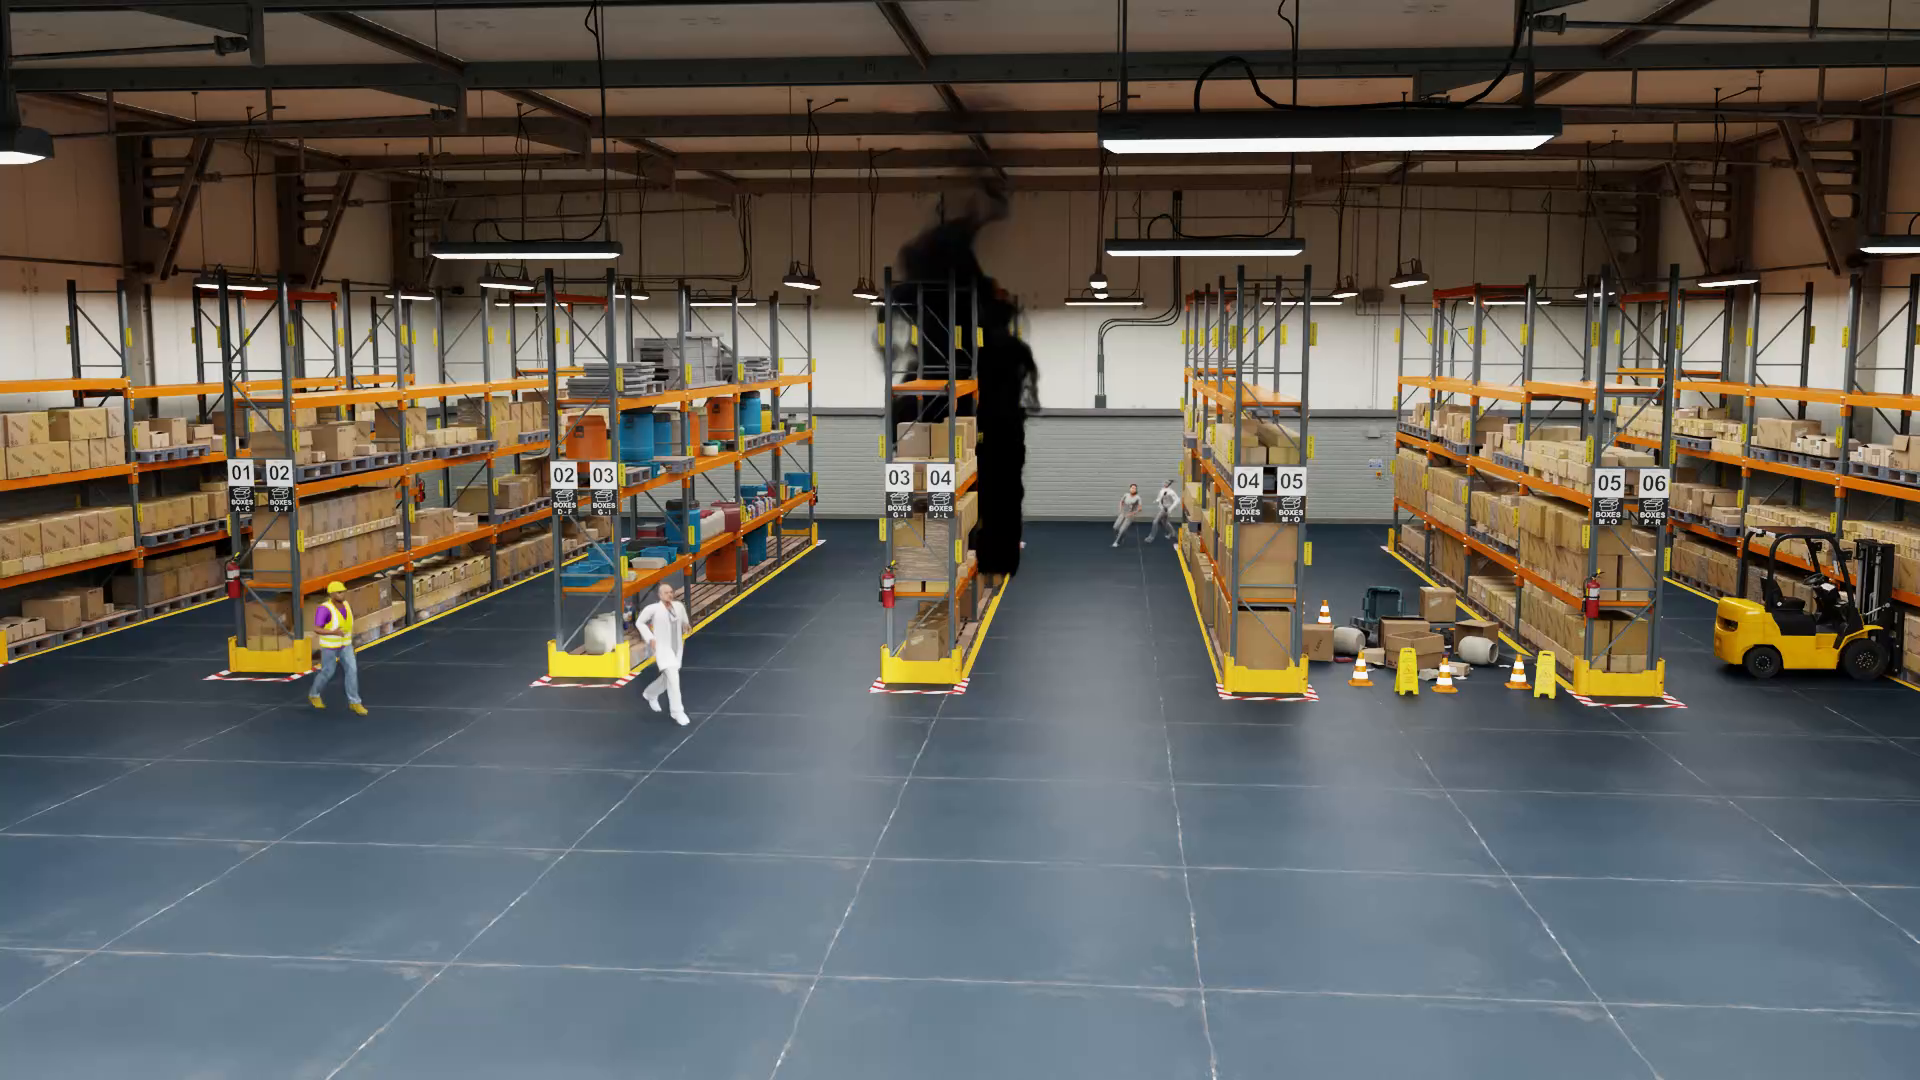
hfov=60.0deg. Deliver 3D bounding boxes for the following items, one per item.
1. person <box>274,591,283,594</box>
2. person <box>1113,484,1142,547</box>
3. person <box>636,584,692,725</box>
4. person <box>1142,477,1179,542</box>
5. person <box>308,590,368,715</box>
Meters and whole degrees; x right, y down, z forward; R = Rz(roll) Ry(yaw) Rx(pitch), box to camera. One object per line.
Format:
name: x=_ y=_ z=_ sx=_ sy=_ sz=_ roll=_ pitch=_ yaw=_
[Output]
person: x=-11.793 y=0.630 z=28.912 sx=0.613 sy=1.775 sz=0.894 roll=-1 pitch=7 yaw=-4
person: x=3.976 y=-0.589 z=39.724 sx=0.735 sy=1.543 sz=0.435 roll=4 pitch=8 yaw=32
person: x=-3.852 y=1.509 z=21.890 sx=0.987 sy=1.716 sz=0.687 roll=6 pitch=9 yaw=42
person: x=4.923 y=-0.759 z=40.808 sx=0.868 sy=1.622 sz=0.764 roll=1 pitch=7 yaw=6
person: x=-8.347 y=1.445 z=22.172 sx=0.948 sy=1.744 sz=0.653 roll=4 pitch=8 yaw=32
